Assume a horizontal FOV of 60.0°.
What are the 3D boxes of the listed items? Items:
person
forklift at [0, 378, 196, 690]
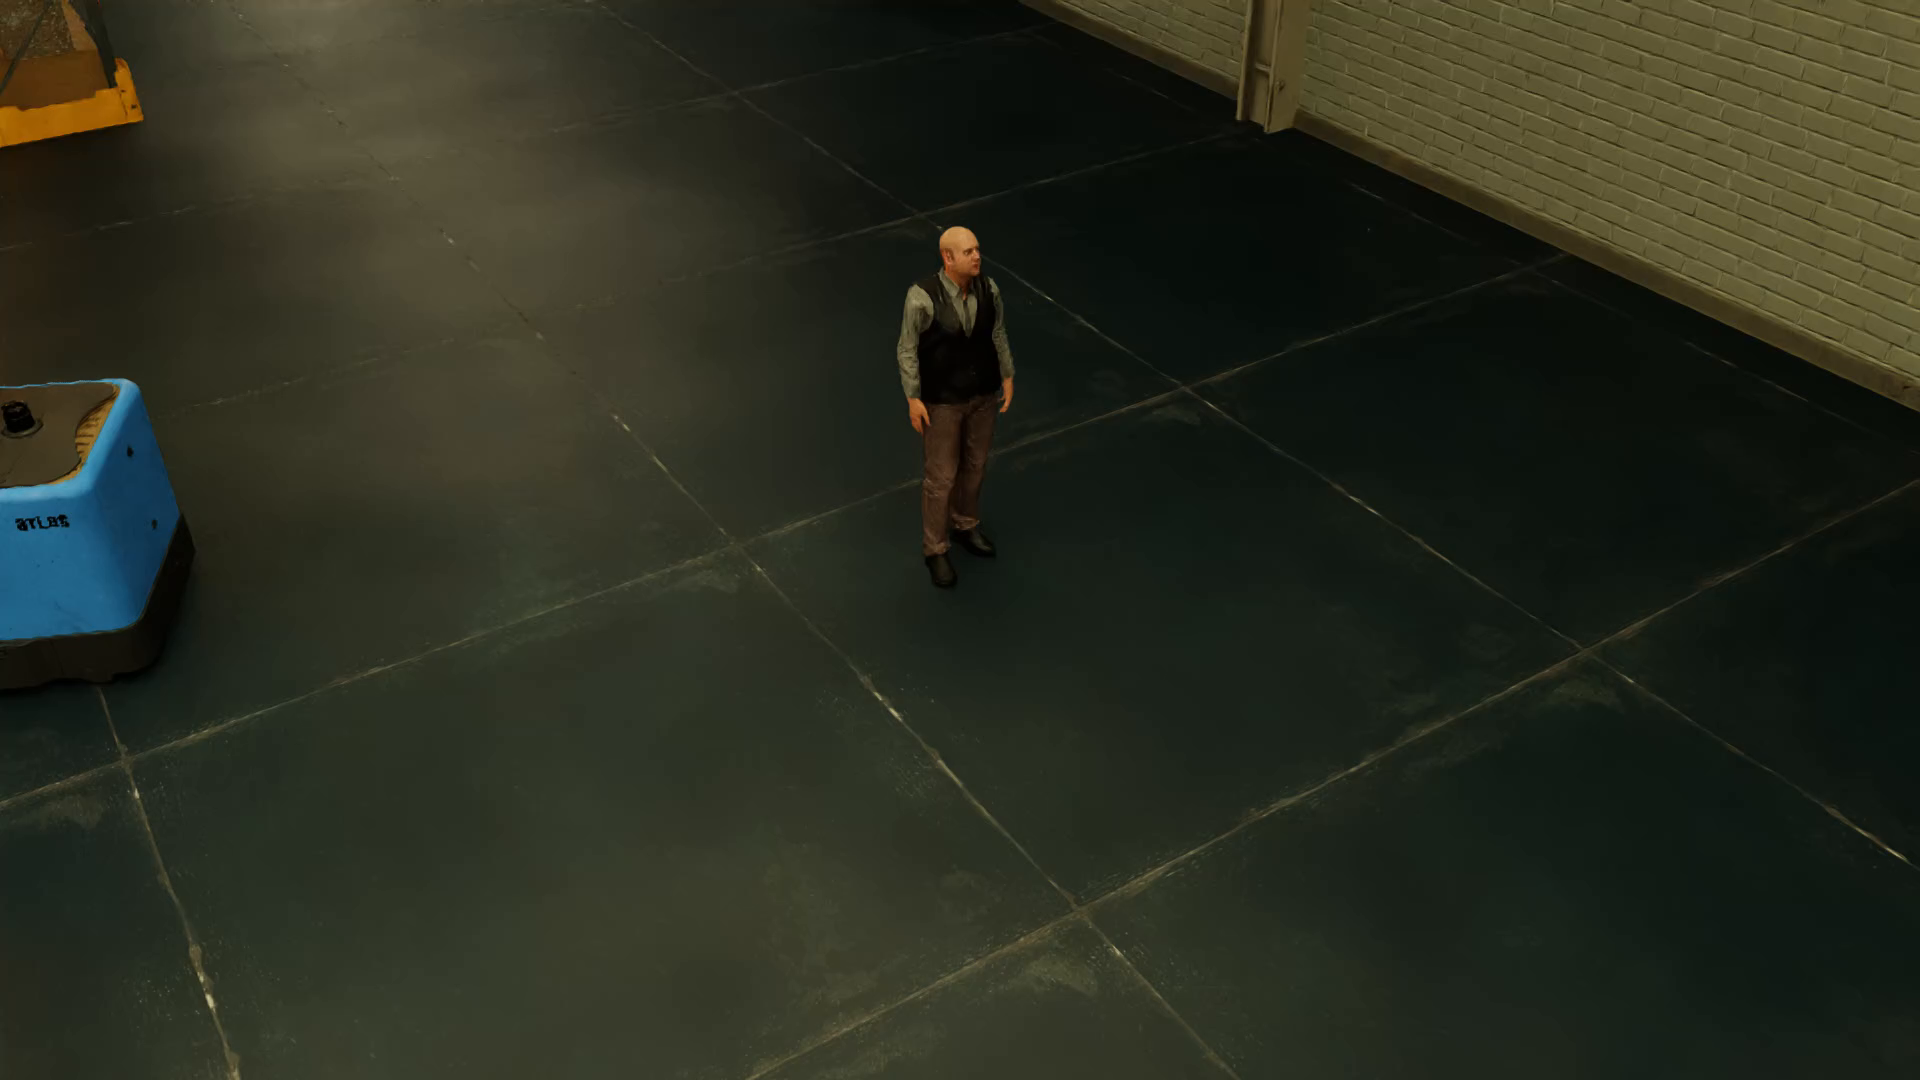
[{"bbox_3d":[0.027,-0.677,8.152,0.632,1.720,0.567,-21,40,-27],"label":"person"},{"bbox_3d":[-5.325,-0.694,7.135,3.031,2.935,1.130,-5,35,-8],"label":"forklift"}]
